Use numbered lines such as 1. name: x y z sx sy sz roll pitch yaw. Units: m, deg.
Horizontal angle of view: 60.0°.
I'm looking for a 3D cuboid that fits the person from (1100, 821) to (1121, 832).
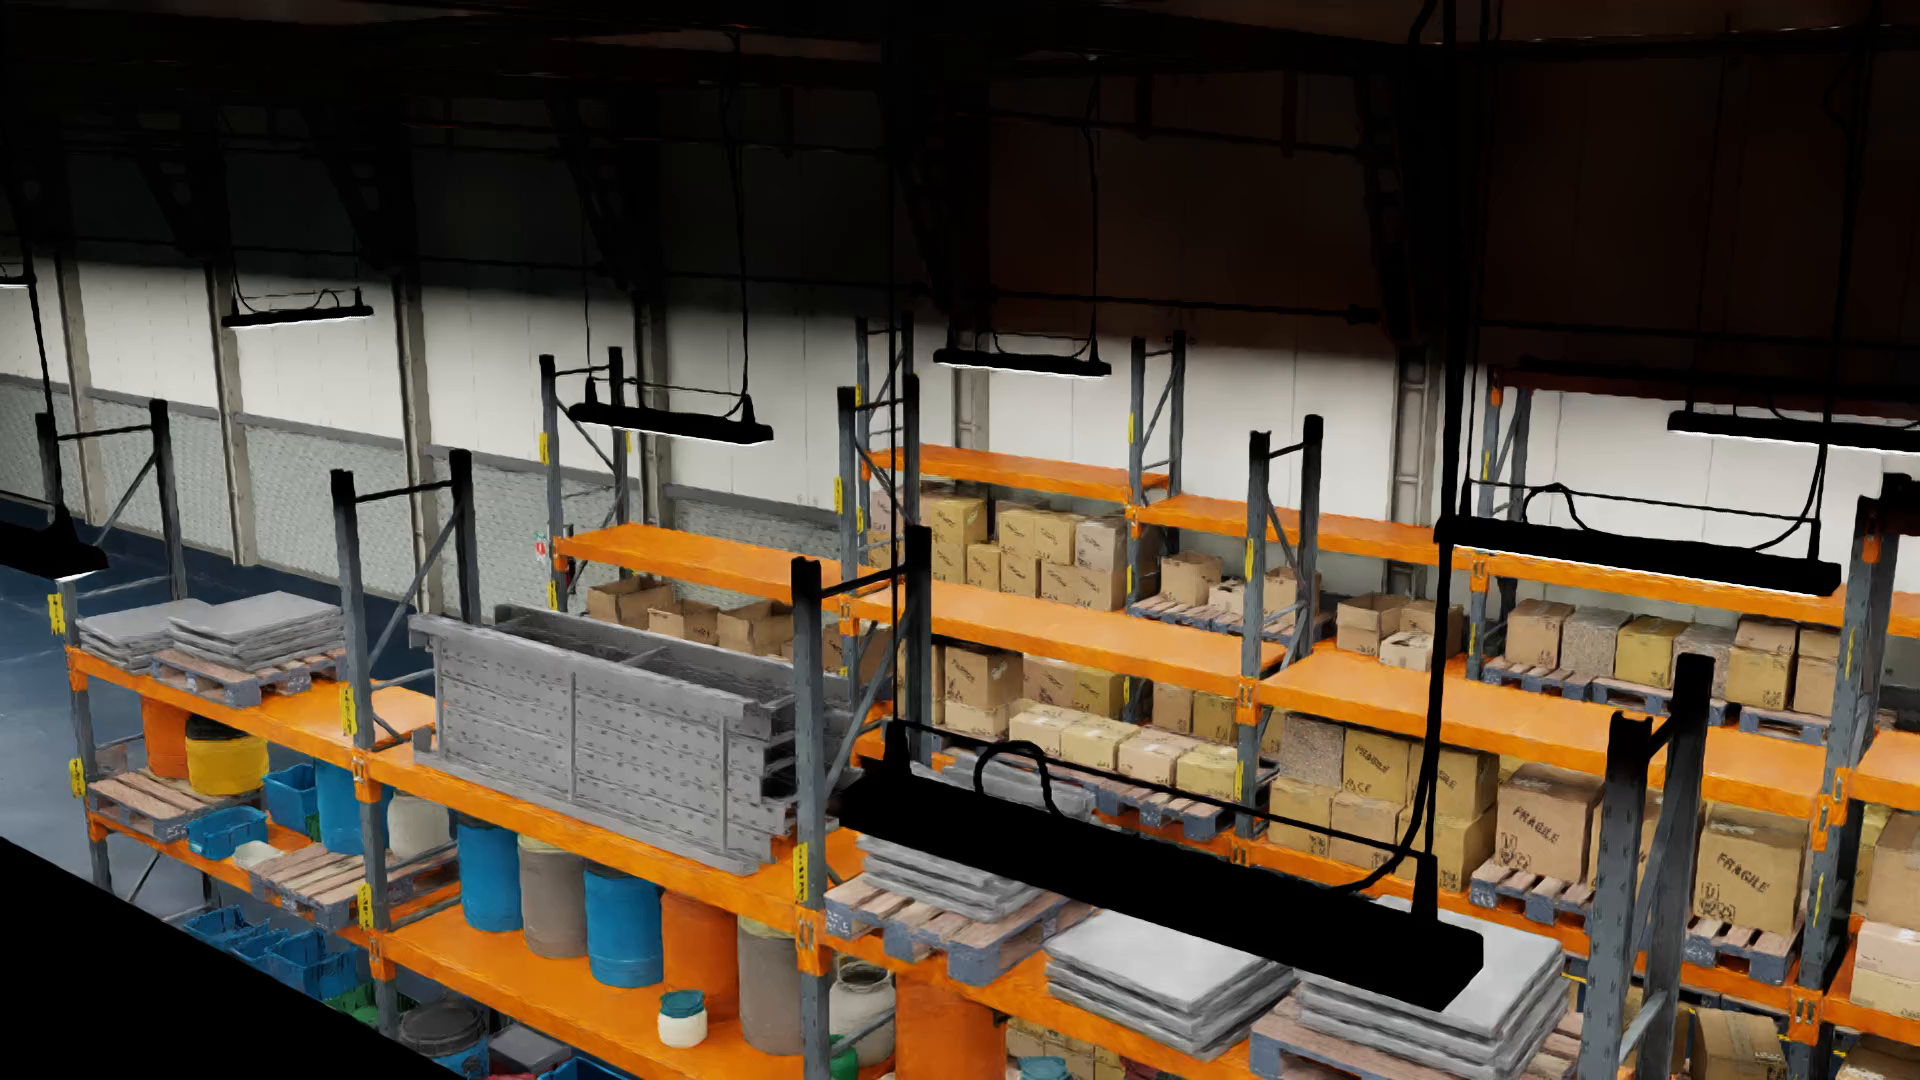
1. person: 1.409 3.503 16.459 0.477 1.667 0.523 -5 14 -21
